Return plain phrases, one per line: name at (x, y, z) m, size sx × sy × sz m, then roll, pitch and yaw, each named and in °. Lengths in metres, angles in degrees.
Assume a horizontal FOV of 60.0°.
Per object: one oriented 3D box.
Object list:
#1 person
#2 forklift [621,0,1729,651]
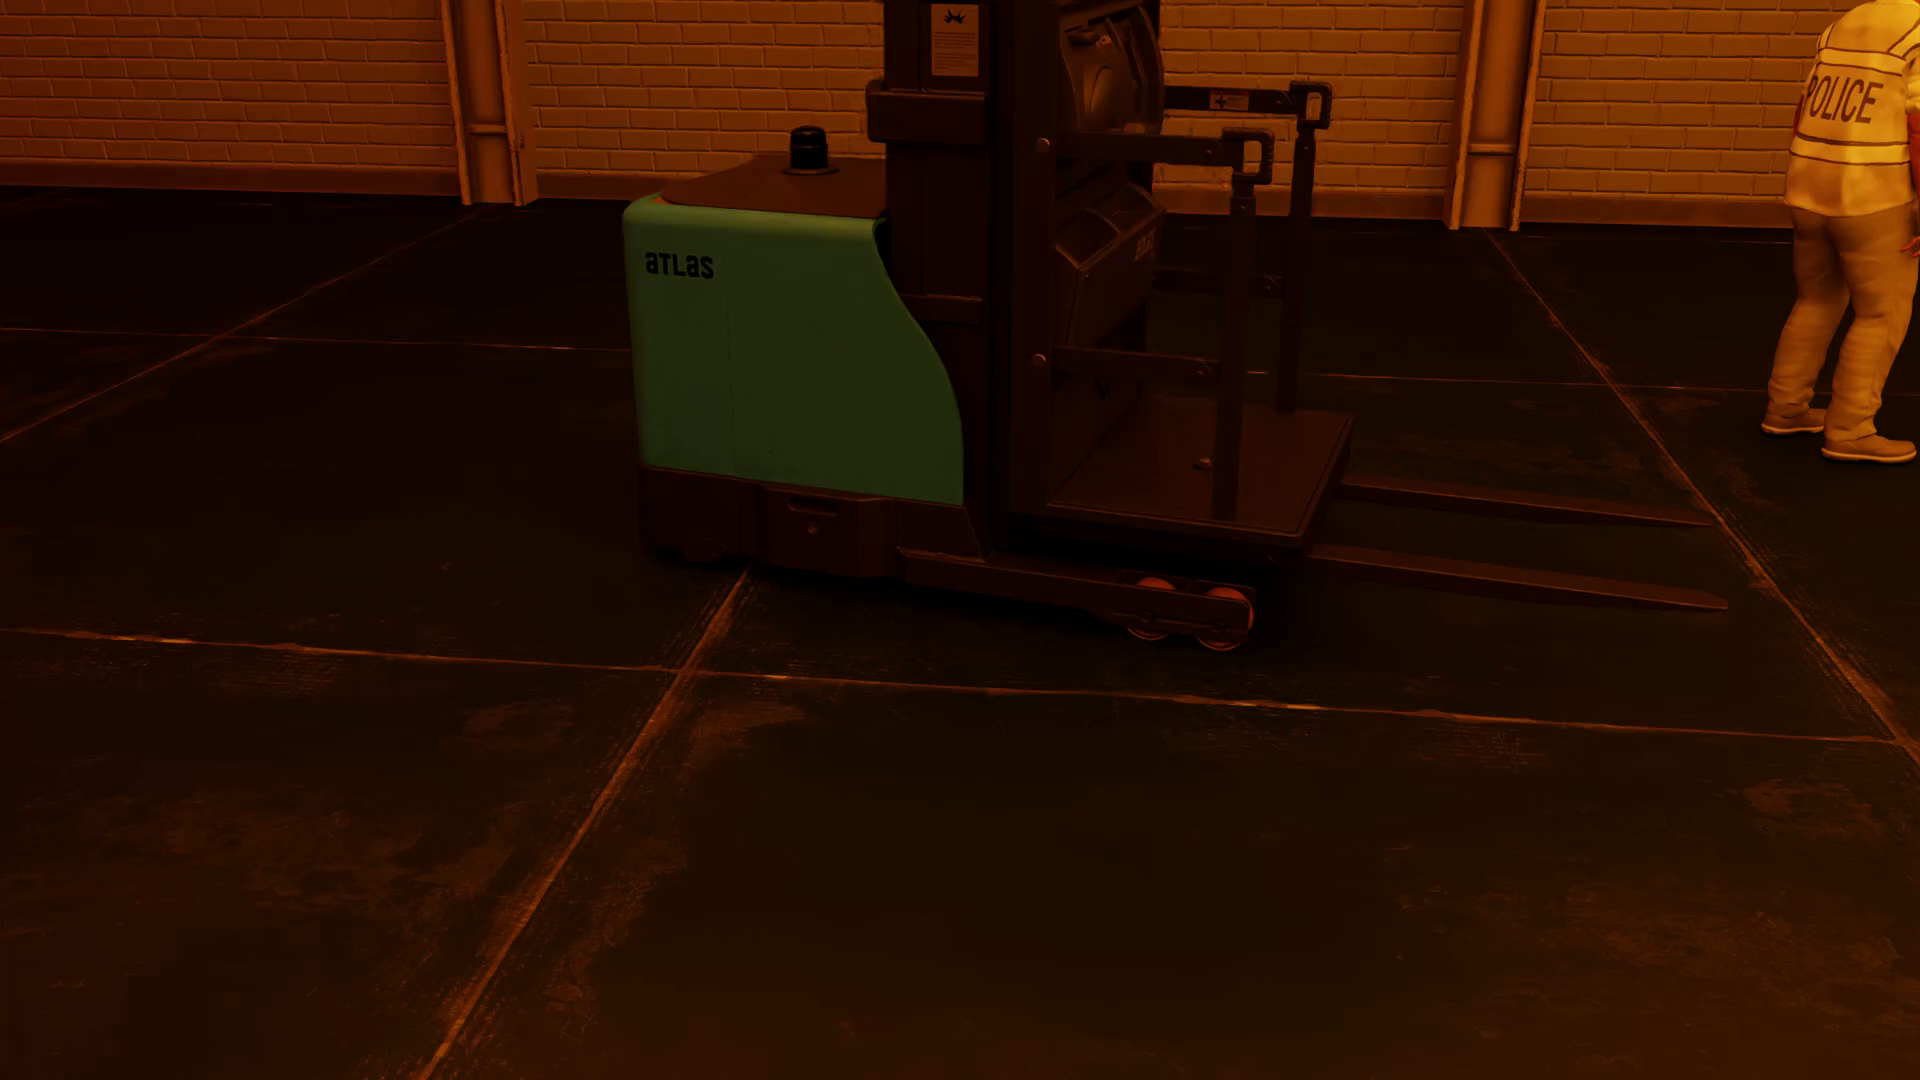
person at (3.104, -1.167, 5.735) m, size 0.443 × 1.747 × 0.600 m, roll -7°, pitch 23°, yaw -17°
forklift at (0.604, -1.287, 4.450) m, size 3.031 × 2.935 × 1.130 m, roll 8°, pitch 23°, yaw 18°
